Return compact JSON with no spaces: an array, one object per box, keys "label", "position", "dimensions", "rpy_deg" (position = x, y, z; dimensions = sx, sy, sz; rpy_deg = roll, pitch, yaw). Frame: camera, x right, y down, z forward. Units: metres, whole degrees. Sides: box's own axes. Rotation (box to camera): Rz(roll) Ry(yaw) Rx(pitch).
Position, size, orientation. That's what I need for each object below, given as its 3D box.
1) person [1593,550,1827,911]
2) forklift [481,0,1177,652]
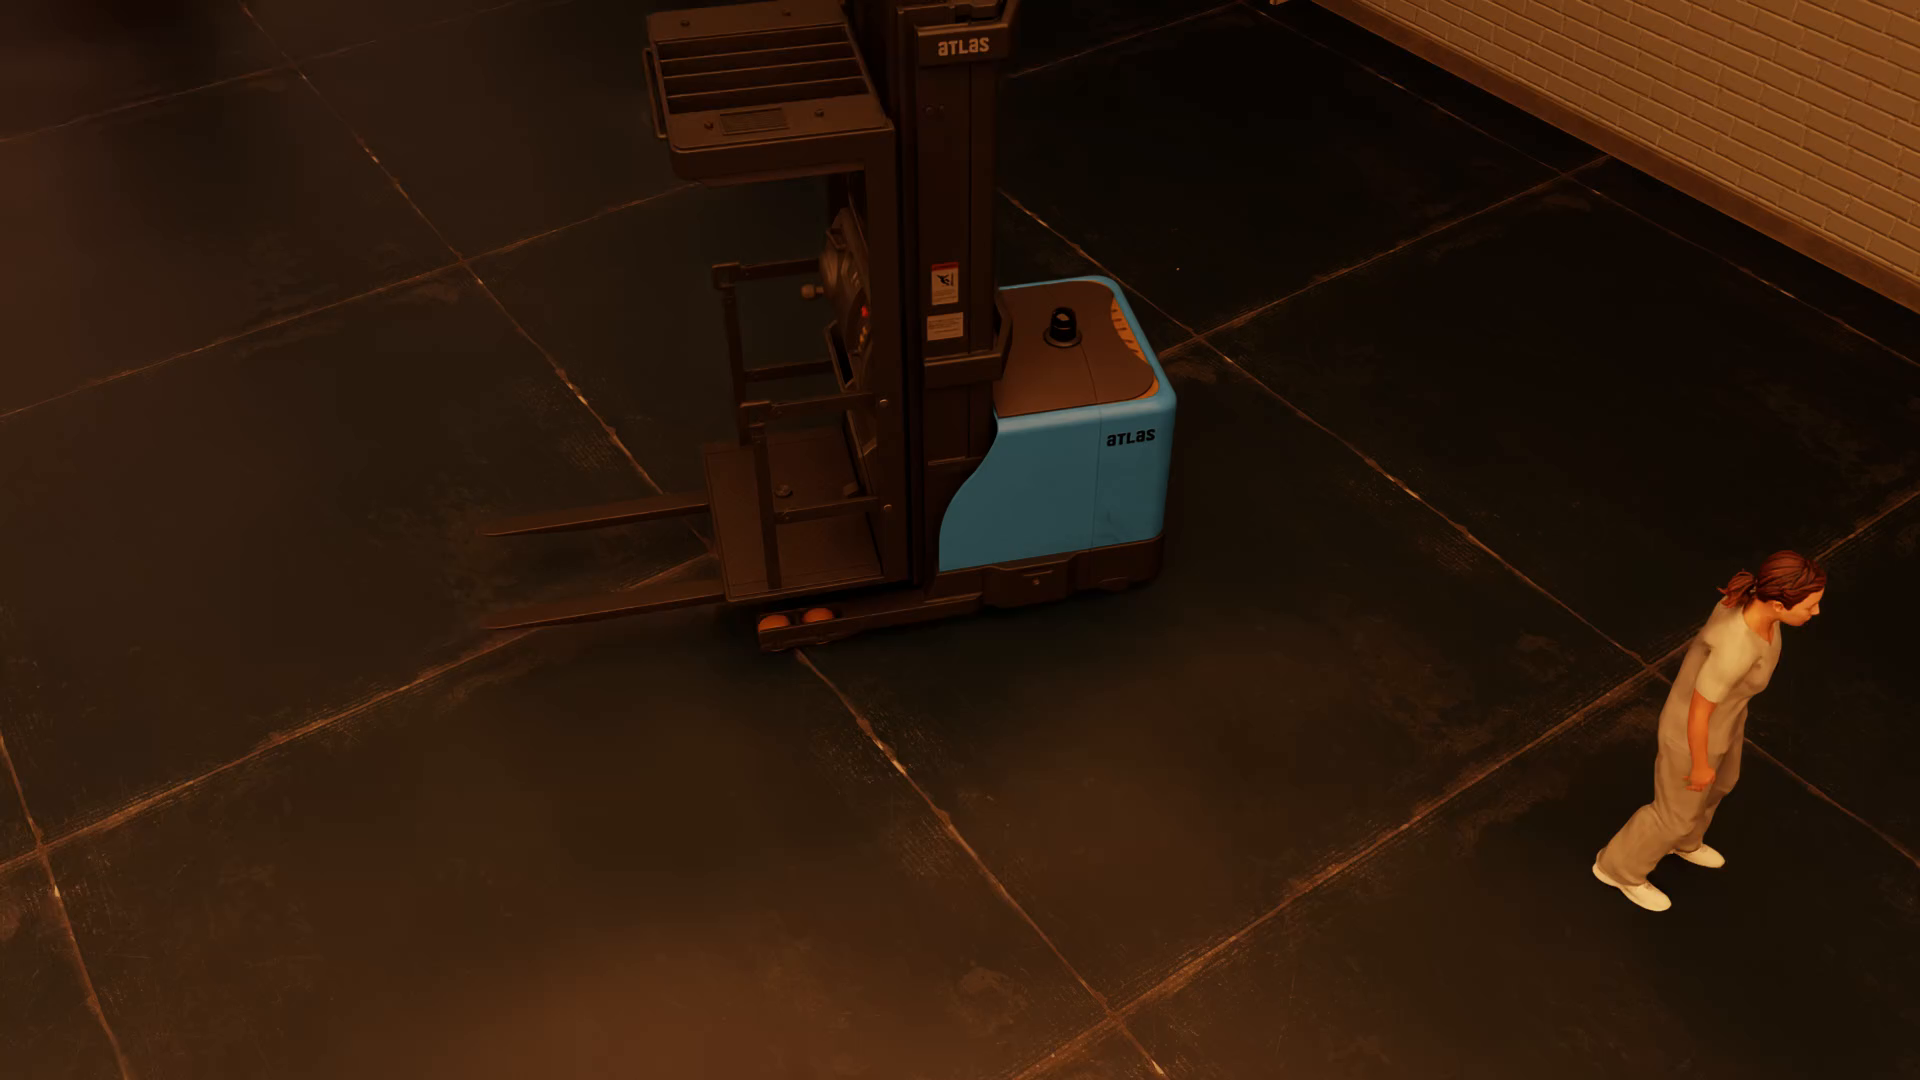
[{"label":"person","position":[2.700,0.690,5.912],"dimensions":[0.412,1.684,0.504],"rpy_deg":[27,49,26]},{"label":"forklift","position":[-0.644,-0.980,6.779],"dimensions":[3.031,2.935,1.130],"rpy_deg":[-9,43,-9]}]
